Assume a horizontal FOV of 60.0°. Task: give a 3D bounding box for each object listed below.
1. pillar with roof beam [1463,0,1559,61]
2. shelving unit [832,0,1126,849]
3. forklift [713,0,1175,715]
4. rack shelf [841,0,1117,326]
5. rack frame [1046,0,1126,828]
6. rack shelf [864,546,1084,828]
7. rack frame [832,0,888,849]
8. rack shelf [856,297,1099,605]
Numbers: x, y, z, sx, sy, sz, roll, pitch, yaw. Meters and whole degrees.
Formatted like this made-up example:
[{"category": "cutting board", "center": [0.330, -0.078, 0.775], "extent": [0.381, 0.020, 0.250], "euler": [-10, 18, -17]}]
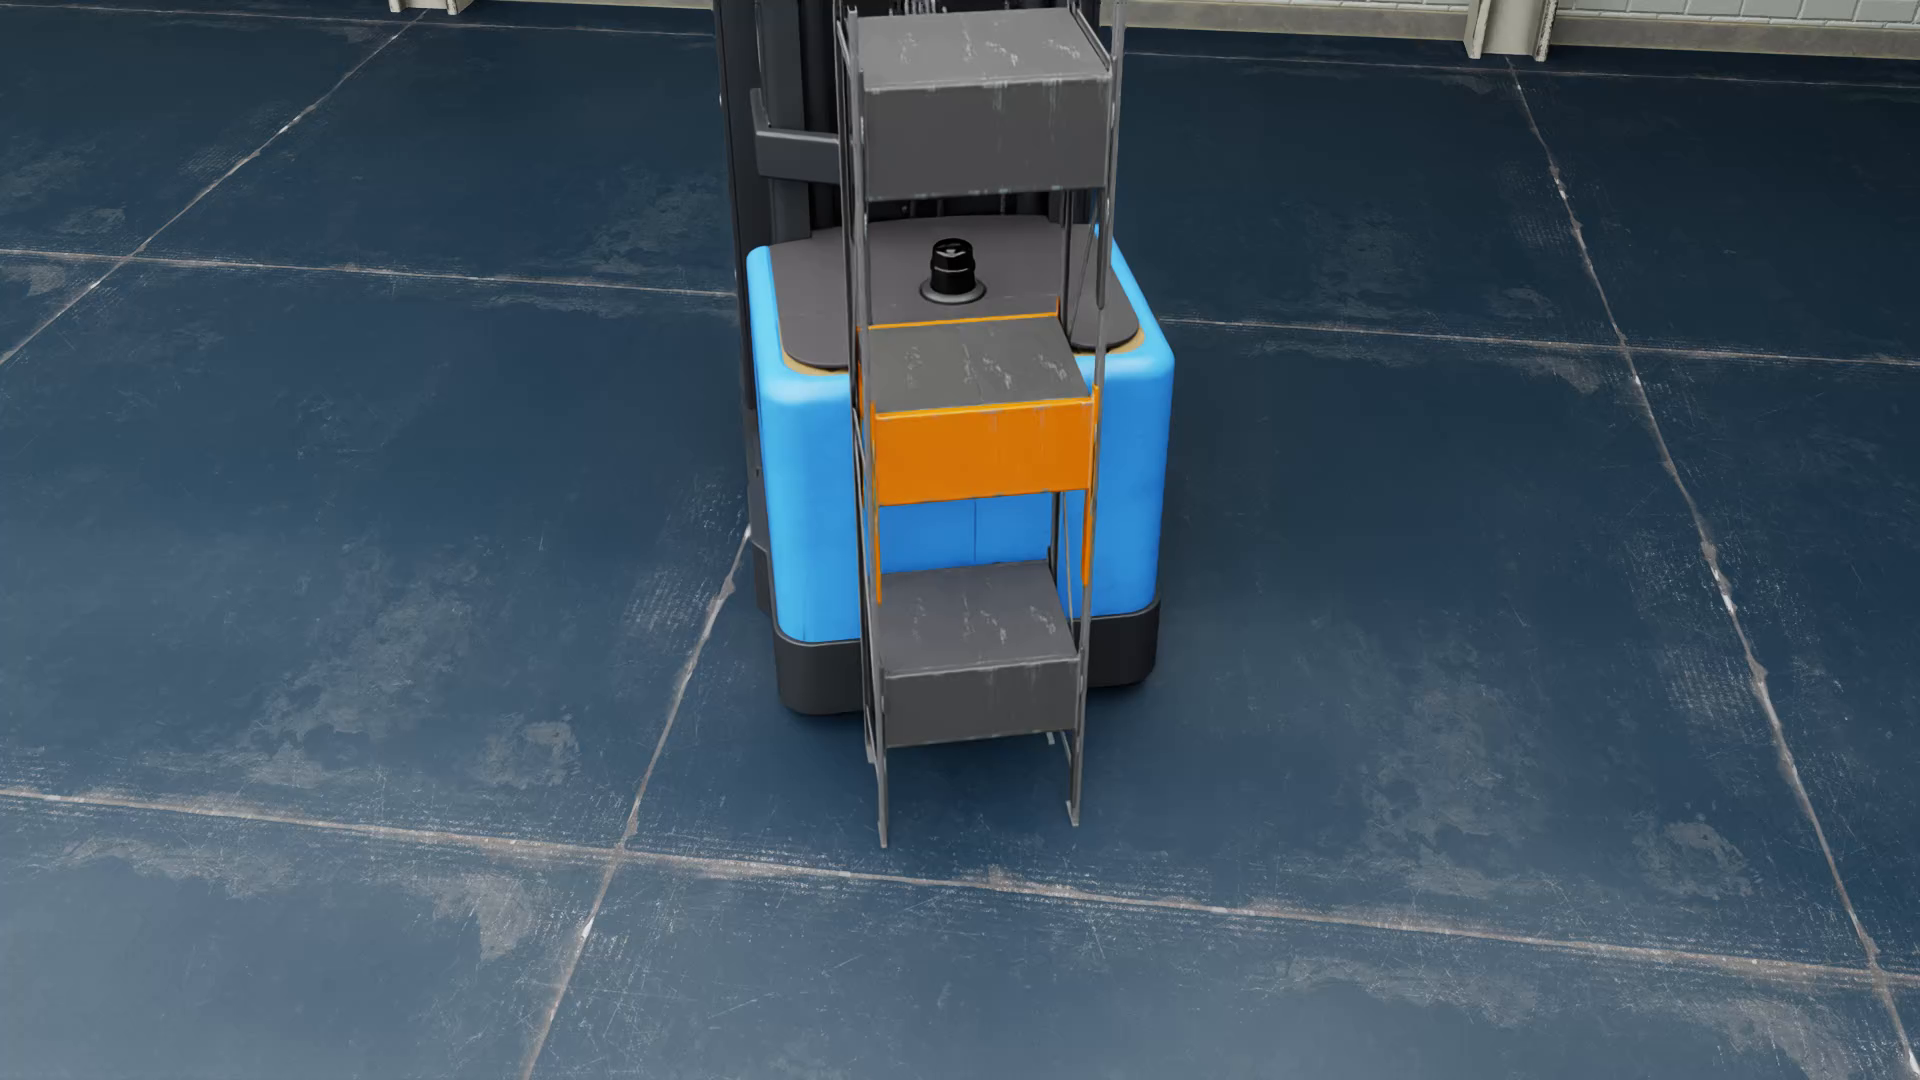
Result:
[{"category": "pillar with roof beam", "center": [2.377, -3.819, 2.854], "extent": [0.400, 9.000, 9.100], "euler": [4, 36, 6]}, {"category": "shelving unit", "center": [0.023, -0.216, 3.746], "extent": [0.503, 2.100, 0.431], "euler": [-5, 36, -7]}, {"category": "forklift", "center": [-0.185, -1.571, 4.928], "extent": [1.130, 2.935, 3.031], "euler": [-5, 36, -7]}, {"category": "rack shelf", "center": [0.023, -0.775, 3.347], "extent": [0.480, 0.518, 0.431], "euler": [-5, 36, -7]}, {"category": "rack frame", "center": [0.264, -0.238, 3.775], "extent": [0.015, 2.100, 0.400], "euler": [-5, 36, -7]}, {"category": "rack shelf", "center": [0.023, 0.365, 4.160], "extent": [0.480, 0.518, 0.431], "euler": [-5, 36, -7]}, {"category": "rack frame", "center": [-0.218, -0.195, 3.716], "extent": [0.015, 2.100, 0.400], "euler": [-5, 36, -7]}, {"category": "rack shelf", "center": [0.023, -0.205, 3.754], "extent": [0.480, 0.518, 0.431], "euler": [-5, 36, -7]}]
